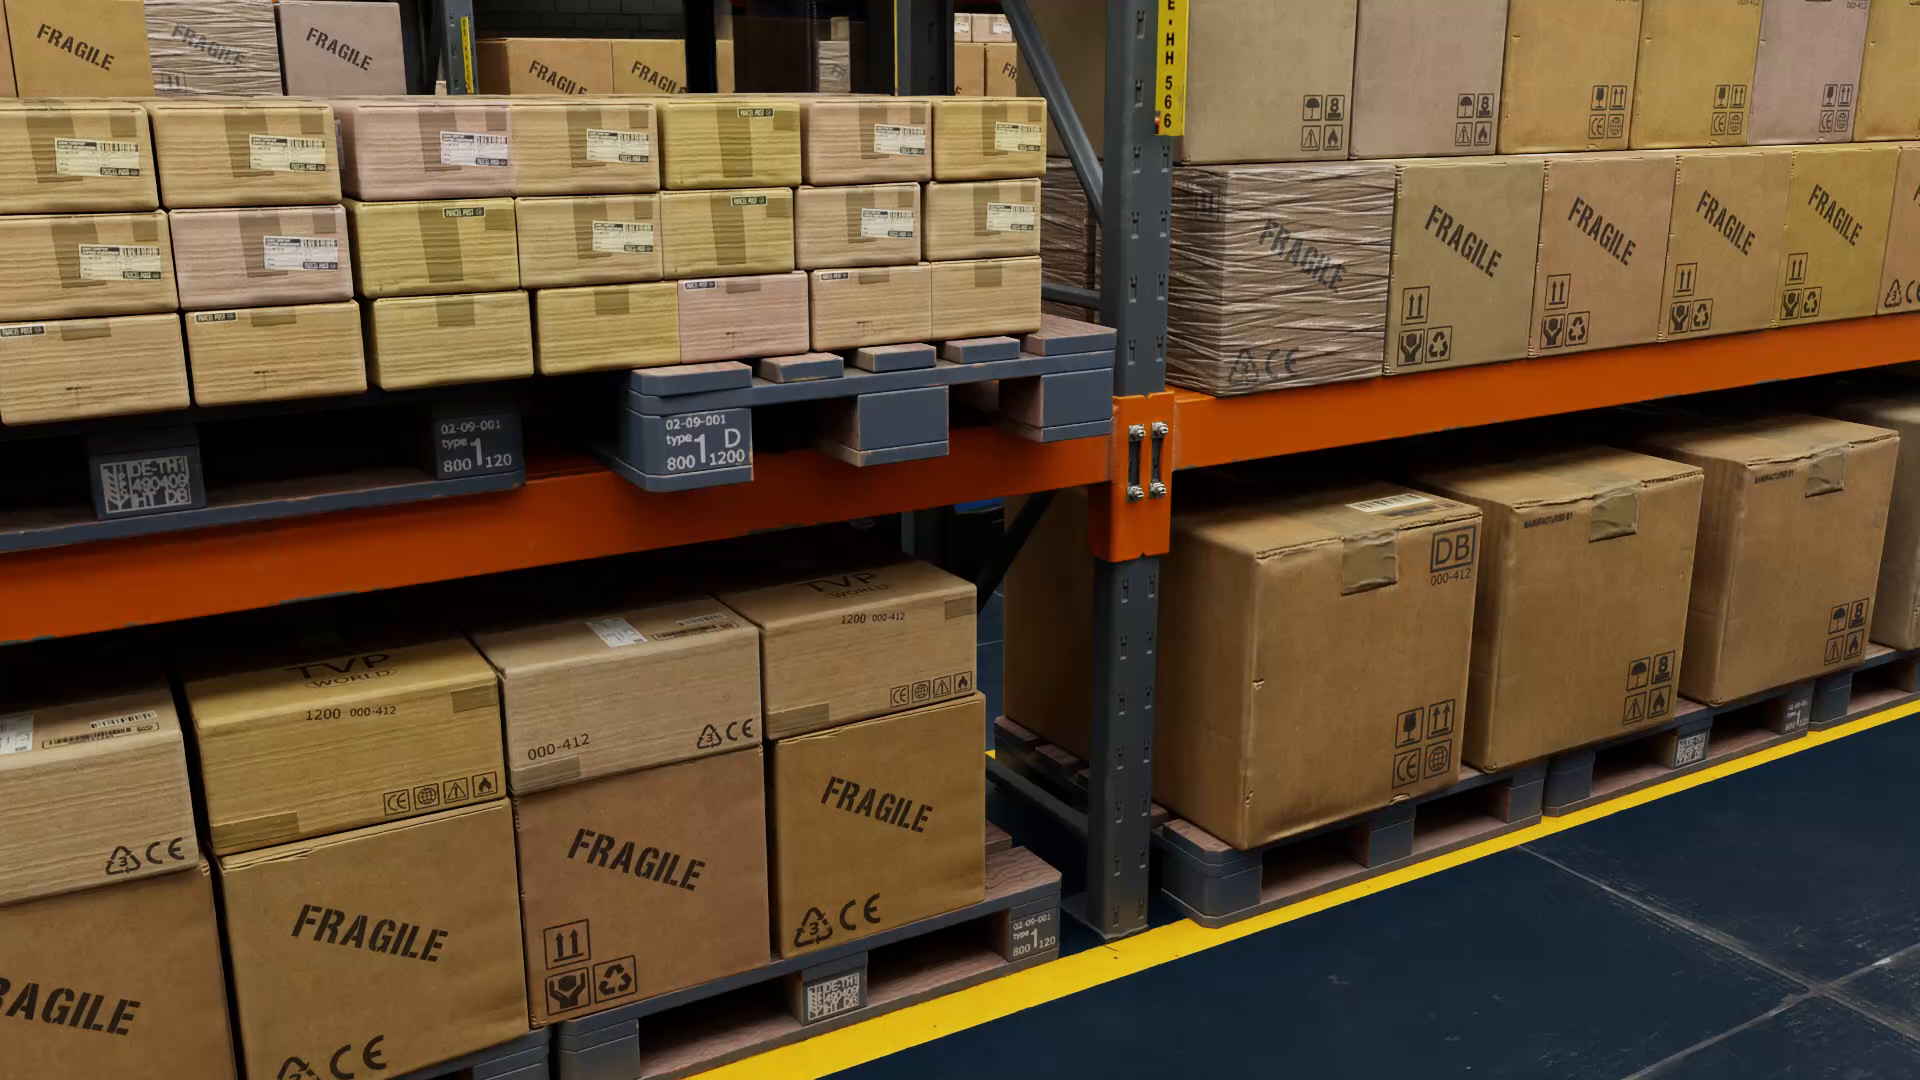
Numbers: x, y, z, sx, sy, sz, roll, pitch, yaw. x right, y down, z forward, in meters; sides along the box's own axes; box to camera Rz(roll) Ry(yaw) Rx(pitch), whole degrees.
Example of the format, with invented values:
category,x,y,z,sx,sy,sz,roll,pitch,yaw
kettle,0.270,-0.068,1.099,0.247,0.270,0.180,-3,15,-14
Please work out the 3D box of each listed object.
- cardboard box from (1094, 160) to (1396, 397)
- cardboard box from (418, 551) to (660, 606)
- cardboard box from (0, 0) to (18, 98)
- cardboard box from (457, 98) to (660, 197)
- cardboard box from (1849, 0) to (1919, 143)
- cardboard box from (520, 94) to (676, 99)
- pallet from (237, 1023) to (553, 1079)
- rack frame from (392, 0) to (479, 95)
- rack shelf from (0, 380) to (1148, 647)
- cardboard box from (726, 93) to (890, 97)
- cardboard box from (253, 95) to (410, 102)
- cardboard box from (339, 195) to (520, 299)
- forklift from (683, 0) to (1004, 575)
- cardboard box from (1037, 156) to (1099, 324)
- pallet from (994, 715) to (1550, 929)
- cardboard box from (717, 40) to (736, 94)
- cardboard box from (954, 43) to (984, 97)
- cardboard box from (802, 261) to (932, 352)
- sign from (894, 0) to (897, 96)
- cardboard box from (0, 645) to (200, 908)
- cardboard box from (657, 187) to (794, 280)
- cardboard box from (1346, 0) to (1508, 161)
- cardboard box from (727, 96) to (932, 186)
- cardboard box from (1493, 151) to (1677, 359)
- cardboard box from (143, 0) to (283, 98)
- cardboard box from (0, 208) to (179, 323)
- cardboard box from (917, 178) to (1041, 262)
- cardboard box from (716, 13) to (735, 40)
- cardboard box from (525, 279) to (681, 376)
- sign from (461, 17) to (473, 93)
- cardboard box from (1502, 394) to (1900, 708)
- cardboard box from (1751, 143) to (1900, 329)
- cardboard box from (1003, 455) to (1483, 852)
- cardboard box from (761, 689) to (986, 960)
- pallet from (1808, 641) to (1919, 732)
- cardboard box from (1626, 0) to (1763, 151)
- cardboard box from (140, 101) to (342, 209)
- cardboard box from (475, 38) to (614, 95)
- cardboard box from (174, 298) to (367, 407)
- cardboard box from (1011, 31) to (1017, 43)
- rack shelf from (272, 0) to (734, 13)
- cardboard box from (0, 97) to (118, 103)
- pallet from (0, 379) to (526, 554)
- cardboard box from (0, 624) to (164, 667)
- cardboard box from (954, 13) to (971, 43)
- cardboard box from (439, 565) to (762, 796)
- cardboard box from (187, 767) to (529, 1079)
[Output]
category,x,y,z,sx,sy,sz,roll,pitch,yaw
cardboard box,0.669,-0.651,3.990,0.500,0.500,0.500,-9,18,-29
cardboard box,-1.005,0.148,3.790,0.500,0.250,0.500,-9,18,-30
cardboard box,-4.101,-1.922,6.672,0.500,0.500,0.500,-10,18,-31
cardboard box,-0.707,-0.688,2.892,0.250,0.149,0.380,-9,18,-28
cardboard box,2.712,-1.546,5.331,0.500,0.500,0.700,-10,18,-31
cardboard box,-0.792,-0.880,3.578,0.250,0.149,0.380,-9,18,-30
pallet,-1.570,1.016,3.393,1.213,0.211,1.003,-9,18,-30
rack frame,-2.490,-1.734,8.040,0.127,3.000,1.000,-9,18,-30
rack shelf,-1.569,0.021,3.109,4.000,0.370,1.077,-9,18,-30
cardboard box,-0.354,-0.951,3.830,0.250,0.149,0.380,-9,18,-30
cardboard box,-1.250,-0.806,3.312,0.250,0.149,0.380,-8,18,-27
cardboard box,-0.925,-0.510,2.809,0.250,0.149,0.380,-9,18,-30
forklift,-0.842,-1.188,6.218,1.130,2.935,3.031,15,22,43
cardboard box,0.393,-0.776,4.436,0.500,0.500,0.500,-9,18,-30
pallet,0.860,0.647,4.709,1.213,0.211,1.003,-9,18,-30
cardboard box,-1.091,-2.286,8.495,0.500,0.500,0.500,-9,18,-29
cardboard box,-0.209,-2.427,8.997,0.500,0.500,0.500,-9,18,-28
cardboard box,-0.254,-0.475,3.236,0.250,0.149,0.380,-9,18,-30
sign,-0.143,-1.289,4.304,0.005,0.325,0.100,-9,18,-30
cardboard box,-1.619,0.407,2.864,0.500,0.250,0.500,-8,18,-28
cardboard box,-0.496,-0.579,3.054,0.250,0.149,0.380,-9,18,-28
cardboard box,0.968,-1.263,4.322,0.500,0.500,0.700,-10,18,-31
cardboard box,-0.255,-0.762,3.157,0.250,0.149,0.380,-9,18,-30
cardboard box,1.536,-0.793,4.495,0.500,0.500,0.500,-9,18,-30
cardboard box,-3.235,-2.058,7.158,0.500,0.500,0.500,-9,18,-29
cardboard box,-1.369,-0.438,2.551,0.250,0.149,0.380,-10,18,-31
cardboard box,-0.044,-0.654,3.320,0.250,0.149,0.380,-9,18,-29
cardboard box,-1.233,-2.733,8.886,0.250,0.149,0.380,-10,19,-32
cardboard box,-0.690,-0.406,2.987,0.250,0.149,0.380,-9,18,-30
sign,-2.202,-2.164,7.427,0.005,0.325,0.100,-9,18,-30
cardboard box,2.260,-0.038,5.377,0.750,0.750,1.050,-9,18,-30
cardboard box,2.398,-0.932,4.994,0.500,0.500,0.500,-9,18,-29
cardboard box,0.714,0.214,4.479,0.750,0.750,1.050,-9,18,-30
cardboard box,-0.284,0.550,3.743,0.500,0.500,0.500,-9,18,-30
pallet,2.952,0.308,5.919,1.213,0.211,1.003,-9,18,-30
cardboard box,1.845,-1.406,4.832,0.500,0.500,0.700,-9,18,-30
cardboard box,-1.148,-0.617,2.640,0.250,0.149,0.380,-8,18,-27
cardboard box,-1.986,-2.137,7.961,0.500,0.500,0.500,-10,18,-31
cardboard box,-1.143,-0.332,2.726,0.250,0.149,0.380,-9,18,-28
cardboard box,0.353,-3.013,9.884,0.250,0.149,0.380,-9,18,-30
rack shelf,-3.336,-4.258,12.819,4.000,0.370,1.077,-9,18,-30
cardboard box,-1.692,-0.735,3.058,0.250,0.149,0.380,-10,18,-30
pallet,-1.530,-0.226,3.015,1.213,0.211,1.003,-9,18,-30
cardboard box,-1.882,0.286,3.296,0.500,0.250,0.500,-10,19,-32
cardboard box,-0.148,-2.738,8.902,0.250,0.149,0.380,-10,19,-32
cardboard box,-0.733,0.266,3.369,0.500,0.250,0.500,-9,18,-29
cardboard box,-1.176,0.699,3.213,0.500,0.500,0.500,-10,19,-32
